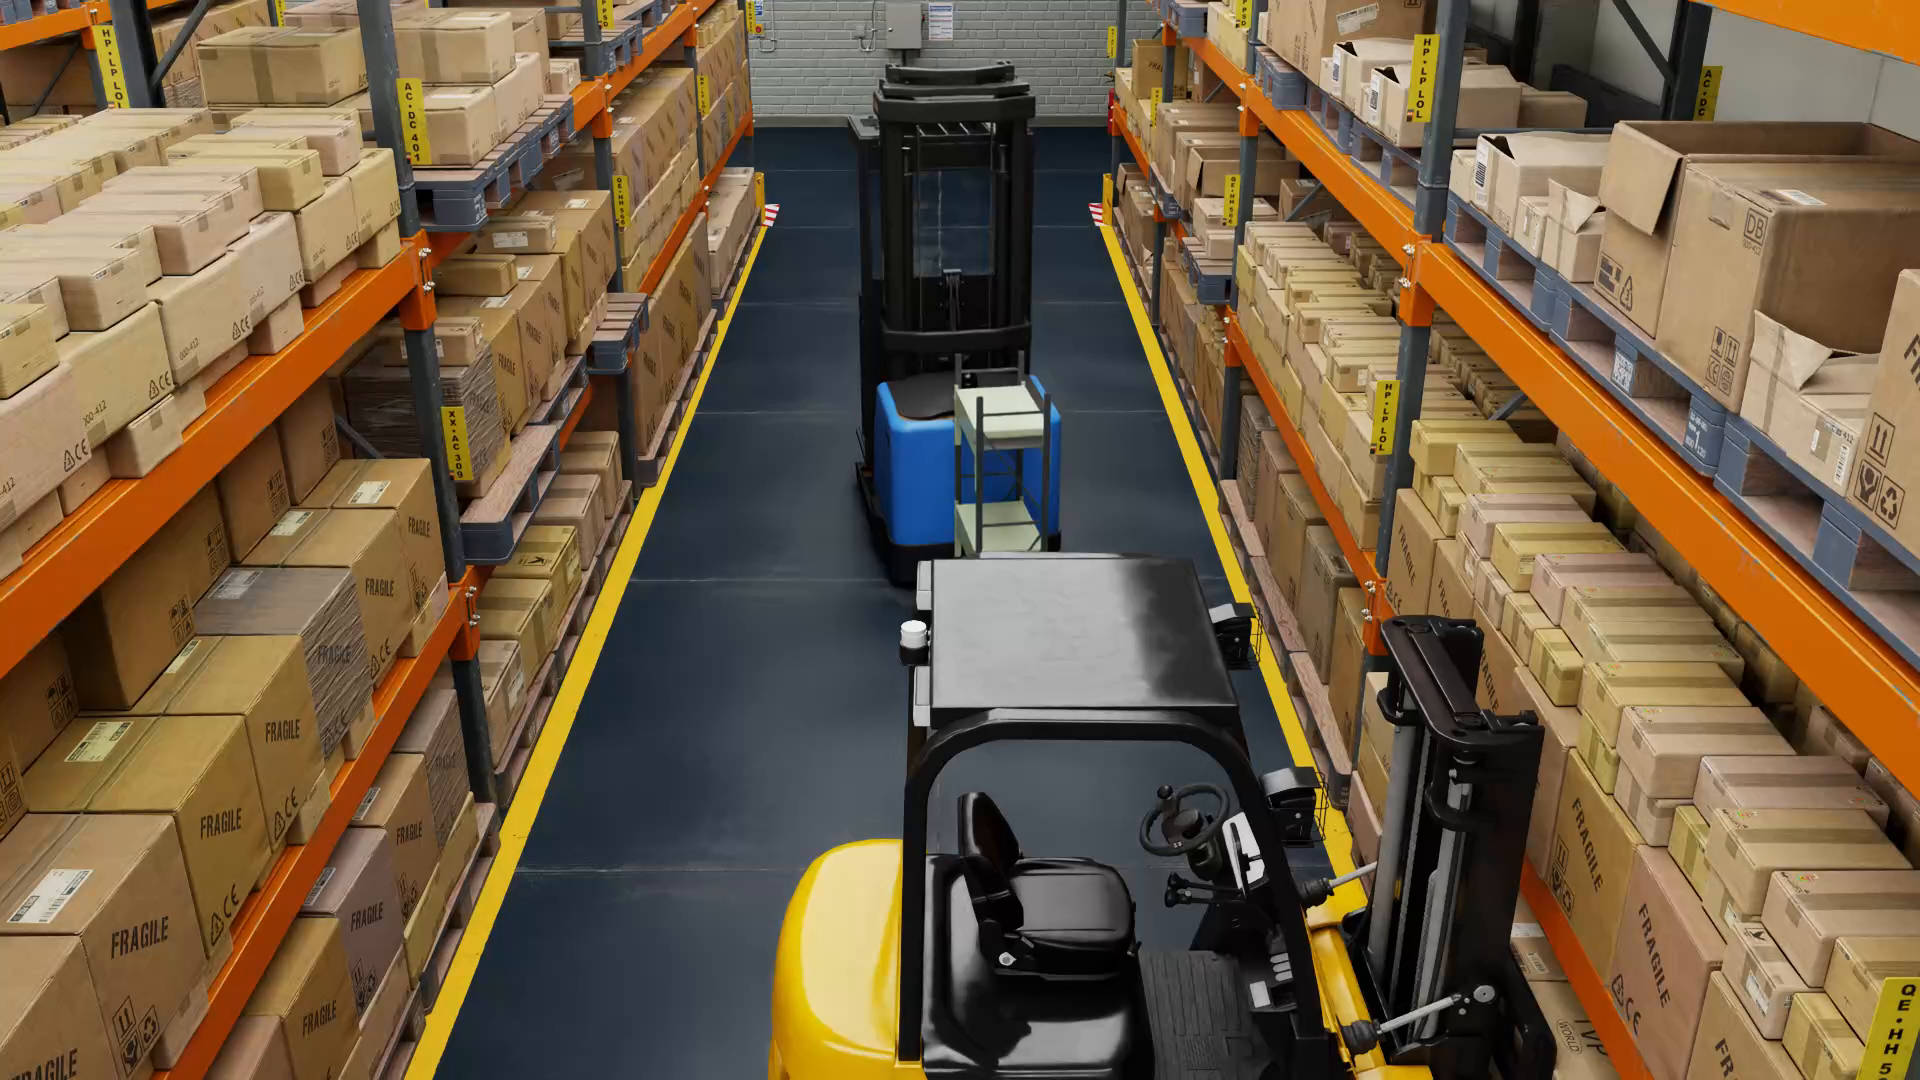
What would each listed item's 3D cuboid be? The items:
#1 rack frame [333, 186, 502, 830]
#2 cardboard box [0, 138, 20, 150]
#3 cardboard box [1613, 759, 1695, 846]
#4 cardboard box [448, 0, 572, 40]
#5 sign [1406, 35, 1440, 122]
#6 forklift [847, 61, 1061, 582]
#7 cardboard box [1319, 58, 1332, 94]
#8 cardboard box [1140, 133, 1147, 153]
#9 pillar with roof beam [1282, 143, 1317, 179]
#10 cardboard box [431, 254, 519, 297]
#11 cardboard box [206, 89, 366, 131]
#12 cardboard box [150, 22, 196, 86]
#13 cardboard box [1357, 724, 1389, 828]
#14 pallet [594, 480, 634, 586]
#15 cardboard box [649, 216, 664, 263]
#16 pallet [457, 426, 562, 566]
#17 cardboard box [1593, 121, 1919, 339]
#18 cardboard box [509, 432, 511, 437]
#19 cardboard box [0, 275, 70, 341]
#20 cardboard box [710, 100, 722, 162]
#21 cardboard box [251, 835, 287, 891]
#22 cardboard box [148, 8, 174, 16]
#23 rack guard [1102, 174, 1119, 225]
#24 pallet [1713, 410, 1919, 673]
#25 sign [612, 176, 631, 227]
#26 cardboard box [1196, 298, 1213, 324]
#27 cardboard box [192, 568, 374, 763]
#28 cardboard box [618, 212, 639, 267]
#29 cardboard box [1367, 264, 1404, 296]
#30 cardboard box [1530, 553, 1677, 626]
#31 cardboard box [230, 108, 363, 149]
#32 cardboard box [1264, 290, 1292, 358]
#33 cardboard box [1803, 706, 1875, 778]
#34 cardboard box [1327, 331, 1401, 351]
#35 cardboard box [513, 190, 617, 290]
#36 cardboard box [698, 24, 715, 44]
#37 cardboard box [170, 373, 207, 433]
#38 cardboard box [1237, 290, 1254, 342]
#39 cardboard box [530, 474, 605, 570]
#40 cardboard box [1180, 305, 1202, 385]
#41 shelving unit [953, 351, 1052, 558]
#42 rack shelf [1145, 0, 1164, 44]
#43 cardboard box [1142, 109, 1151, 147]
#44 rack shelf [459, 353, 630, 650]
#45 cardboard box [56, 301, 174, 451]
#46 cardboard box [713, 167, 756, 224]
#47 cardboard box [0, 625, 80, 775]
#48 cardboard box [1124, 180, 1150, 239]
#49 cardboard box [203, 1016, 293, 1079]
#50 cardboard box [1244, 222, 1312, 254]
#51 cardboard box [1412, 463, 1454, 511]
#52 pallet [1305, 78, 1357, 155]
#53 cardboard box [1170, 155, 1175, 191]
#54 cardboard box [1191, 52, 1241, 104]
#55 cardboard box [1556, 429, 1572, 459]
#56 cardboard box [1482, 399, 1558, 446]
[{"bbox_3d":[-2.648,-0.001,7.113,1.000,3.000,0.127,0,24,-1],"label":"rack frame"},{"bbox_3d":[-7.477,-2.991,12.796,0.380,0.149,0.250,-1,24,-2],"label":"cardboard box"},{"bbox_3d":[2.060,0.716,4.618,0.380,0.149,0.250,-1,24,-2],"label":"cardboard box"},{"bbox_3d":[-2.846,-3.409,10.373,0.797,0.503,0.637,-2,24,-4],"label":"cardboard box"},{"bbox_3d":[1.773,-1.764,6.362,0.100,0.325,0.005,0,24,-1],"label":"sign"},{"bbox_3d":[-0.125,-1.660,10.864,1.130,2.935,3.031,-4,25,-8],"label":"forklift"},{"bbox_3d":[1.992,-2.284,8.194,0.380,0.149,0.250,-1,24,-1],"label":"cardboard box"},{"bbox_3d":[1.914,-3.765,15.739,0.380,0.149,0.250,-1,24,-1],"label":"cardboard box"},{"bbox_3d":[-1.183,-6.327,13.818,9.100,9.000,0.400,0,24,-1],"label":"pillar with roof beam"},{"bbox_3d":[-2.414,-1.312,8.231,0.380,0.149,0.250,1,24,2],"label":"cardboard box"},{"bbox_3d":[-2.799,-1.731,6.970,0.500,0.250,0.500,-1,24,-2],"label":"cardboard box"},{"bbox_3d":[-7.440,-4.479,15.317,0.500,0.500,0.500,0,24,0],"label":"cardboard box"},{"bbox_3d":[2.012,1.009,7.099,0.500,0.250,0.500,0,24,-1],"label":"cardboard box"},{"bbox_3d":[-2.684,-0.057,10.620,1.003,0.211,1.213,0,24,-1],"label":"pallet"},{"bbox_3d":[-2.468,-2.212,12.182,0.500,0.250,0.500,1,24,1],"label":"cardboard box"},{"bbox_3d":[-2.511,-0.229,7.850,1.003,0.211,1.213,0,24,-1],"label":"pallet"},{"bbox_3d":[2.231,-0.873,4.643,0.797,0.503,0.637,1,24,1],"label":"cardboard box"},{"bbox_3d":[-2.411,-0.527,8.070,0.380,0.149,0.250,1,24,3],"label":"cardboard box"},{"bbox_3d":[-2.390,-0.528,3.975,0.380,0.149,0.250,0,24,-1],"label":"cardboard box"},{"bbox_3d":[-2.480,-3.745,15.270,0.500,0.500,0.500,0,24,0],"label":"cardboard box"},{"bbox_3d":[-2.369,0.978,5.252,0.380,0.149,0.250,-1,24,-2],"label":"cardboard box"},{"bbox_3d":[-7.993,-4.910,16.271,0.500,0.500,0.500,-1,24,-2],"label":"cardboard box"},{"bbox_3d":[2.186,-3.800,18.544,1.175,0.500,0.348,0,24,-1],"label":"rack guard"},{"bbox_3d":[2.377,0.005,3.566,1.003,0.211,1.213,0,24,-1],"label":"pallet"},{"bbox_3d":[-2.149,-2.147,10.549,0.100,0.325,0.005,0,24,-1],"label":"sign"},{"bbox_3d":[2.027,-1.770,12.761,0.380,0.149,0.250,-1,24,-3],"label":"cardboard box"},{"bbox_3d":[-2.371,0.425,5.687,0.500,0.500,0.500,0,24,1],"label":"cardboard box"},{"bbox_3d":[-2.450,-2.019,11.149,0.500,0.250,0.500,0,24,-1],"label":"cardboard box"},{"bbox_3d":[2.532,-1.458,9.426,0.380,0.149,0.250,0,24,-1],"label":"cardboard box"},{"bbox_3d":[2.116,0.161,5.484,0.380,0.149,0.250,0,24,-1],"label":"cardboard box"},{"bbox_3d":[-2.426,-1.487,6.096,0.380,0.149,0.250,0,24,1],"label":"cardboard box"},{"bbox_3d":[2.025,-1.227,9.398,0.500,0.250,0.500,-1,24,-2],"label":"cardboard box"},{"bbox_3d":[2.567,0.580,4.558,0.380,0.149,0.250,0,24,1],"label":"cardboard box"},{"bbox_3d":[2.043,-0.929,8.256,0.380,0.149,0.250,-1,24,-2],"label":"cardboard box"},{"bbox_3d":[-2.408,-1.836,10.177,0.500,0.500,0.500,-1,24,-2],"label":"cardboard box"},{"bbox_3d":[-2.458,-4.649,15.267,0.380,0.149,0.250,-1,24,-2],"label":"cardboard box"},{"bbox_3d":[-2.345,-0.384,4.624,0.380,0.149,0.250,-1,24,-2],"label":"cardboard box"},{"bbox_3d":[2.032,-1.421,10.434,0.500,0.250,0.500,0,24,0],"label":"cardboard box"},{"bbox_3d":[-2.679,-0.107,10.025,0.950,0.372,0.625,-1,24,-2],"label":"cardboard box"},{"bbox_3d":[2.025,-1.535,13.027,0.500,0.500,0.500,-1,24,-2],"label":"cardboard box"},{"bbox_3d":[0.228,-0.233,9.446,0.431,1.500,0.755,-4,25,-8],"label":"shelving unit"},{"bbox_3d":[2.207,-5.185,15.807,1.077,0.370,4.000,0,24,-1],"label":"rack shelf"},{"bbox_3d":[1.959,-3.804,15.342,0.500,0.250,0.500,0,24,0],"label":"cardboard box"},{"bbox_3d":[-2.670,-0.498,9.083,1.077,0.370,4.000,0,24,-1],"label":"rack shelf"},{"bbox_3d":[-2.369,-0.416,4.210,0.500,0.250,0.500,0,24,1],"label":"cardboard box"},{"bbox_3d":[-2.671,-3.698,17.887,0.875,0.438,0.875,-1,24,-2],"label":"cardboard box"},{"bbox_3d":[-2.934,0.383,4.569,0.700,0.500,0.500,-1,24,-1],"label":"cardboard box"},{"bbox_3d":[2.067,-3.417,17.190,0.700,0.500,0.500,1,24,2],"label":"cardboard box"},{"bbox_3d":[-2.347,1.808,5.030,0.500,0.500,0.500,-1,24,-3],"label":"cardboard box"},{"bbox_3d":[1.981,-1.882,10.362,0.380,0.149,0.250,0,24,1],"label":"cardboard box"},{"bbox_3d":[2.056,-0.234,6.718,0.380,0.149,0.250,-1,24,-1],"label":"cardboard box"},{"bbox_3d":[2.384,-2.214,8.594,1.003,0.211,1.213,1,24,2],"label":"pallet"},{"bbox_3d":[1.860,-2.877,13.126,0.396,0.266,0.258,1,24,2],"label":"cardboard box"},{"bbox_3d":[2.478,-4.345,15.629,0.500,0.500,0.500,-1,24,-2],"label":"cardboard box"},{"bbox_3d":[2.621,-0.372,6.662,0.380,0.149,0.250,0,24,0],"label":"cardboard box"},{"bbox_3d":[2.526,-0.512,7.334,0.380,0.149,0.250,-1,24,-2],"label":"cardboard box"}]
